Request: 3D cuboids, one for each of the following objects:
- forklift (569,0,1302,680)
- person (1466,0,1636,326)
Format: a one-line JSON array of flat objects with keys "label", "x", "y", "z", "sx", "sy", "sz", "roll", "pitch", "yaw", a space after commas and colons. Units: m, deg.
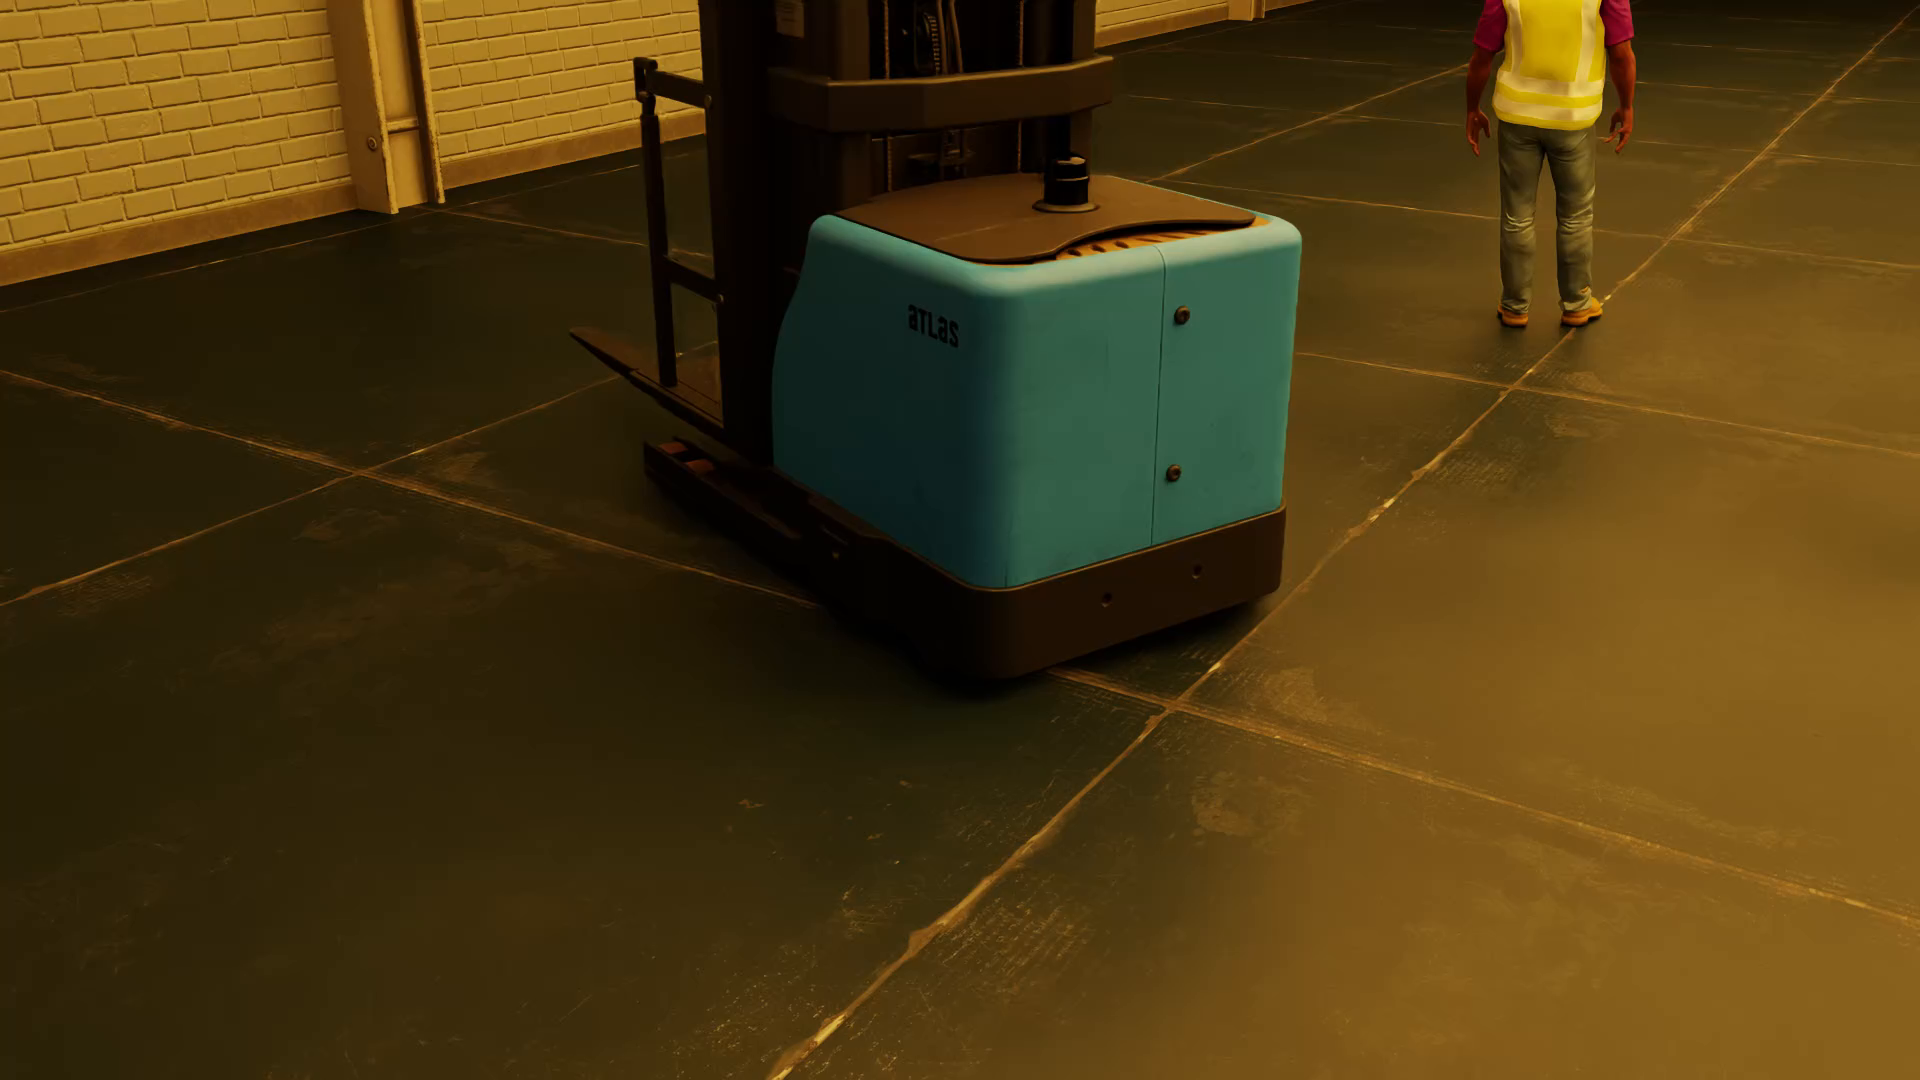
[{"label": "forklift", "x": -0.366, "y": -1.532, "z": 4.893, "sx": 1.130, "sy": 2.935, "sz": 3.031, "roll": -15, "pitch": 27, "yaw": -31}, {"label": "person", "x": 2.452, "y": -1.776, "z": 6.923, "sx": 0.666, "sy": 1.765, "sz": 0.578, "roll": 10, "pitch": 25, "yaw": 22}]
